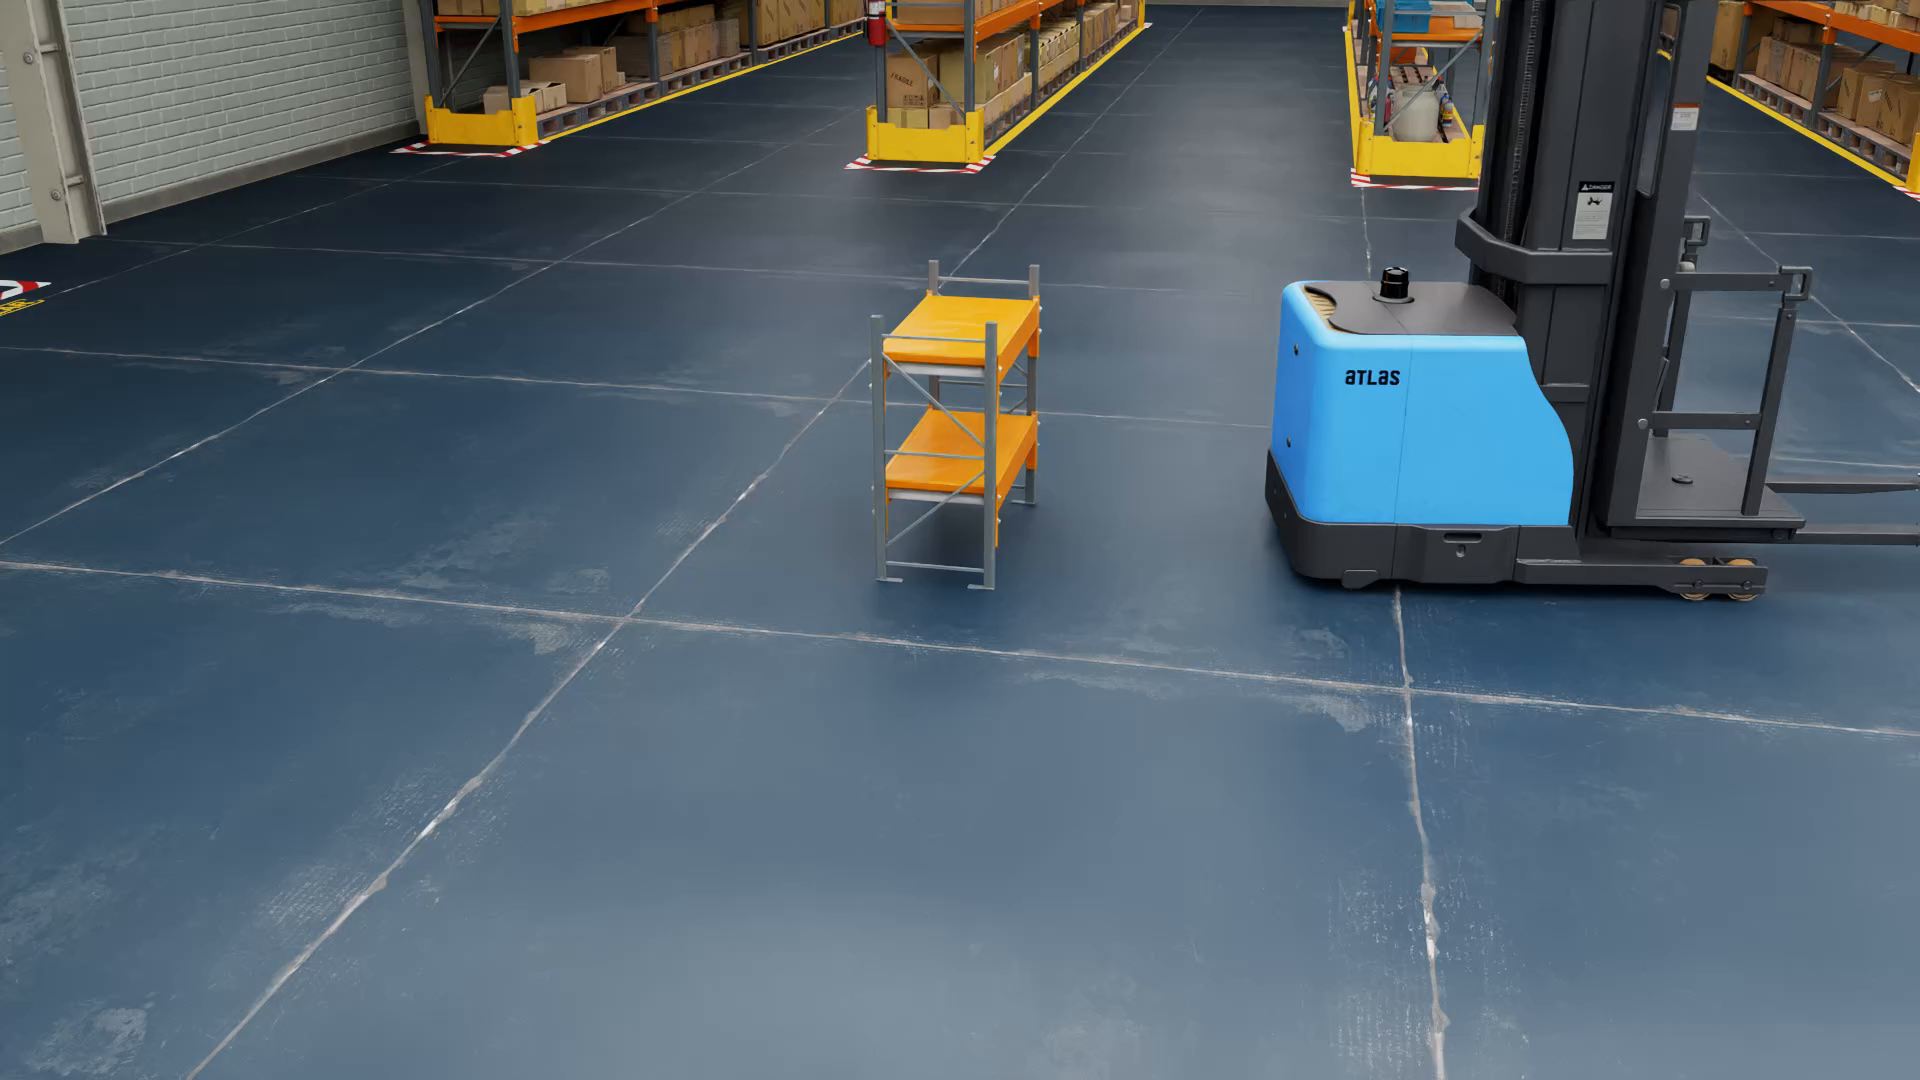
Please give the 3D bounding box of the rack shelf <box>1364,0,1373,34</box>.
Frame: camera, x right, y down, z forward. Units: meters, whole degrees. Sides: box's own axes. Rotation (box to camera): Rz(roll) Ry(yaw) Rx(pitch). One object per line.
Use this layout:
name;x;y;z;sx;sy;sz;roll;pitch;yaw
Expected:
rack shelf;5.721;-6.800;21.186;1.077;0.370;4.000;4;22;11

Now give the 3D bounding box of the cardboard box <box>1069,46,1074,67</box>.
cardboard box;1.311;-6.764;23.252;0.500;0.250;0.500;4;22;10

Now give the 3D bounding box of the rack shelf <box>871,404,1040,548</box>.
rack shelf;0.001;-0.297;7.241;0.538;0.278;1.000;4;22;11

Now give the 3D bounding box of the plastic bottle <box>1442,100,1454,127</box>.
plastic bottle;5.172;-4.517;17.618;0.097;0.271;0.097;0;22;0

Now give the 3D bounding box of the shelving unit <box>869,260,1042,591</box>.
shelving unit;0.001;-0.524;7.150;0.538;1.125;1.048;4;22;11

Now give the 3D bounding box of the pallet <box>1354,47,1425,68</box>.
pallet;6.500;-7.308;25.217;1.003;0.211;1.213;4;22;11

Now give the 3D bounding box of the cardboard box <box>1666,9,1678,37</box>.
cardboard box;12.191;-8.724;27.283;0.875;0.875;0.875;4;22;11

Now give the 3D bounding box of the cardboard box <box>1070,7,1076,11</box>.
cardboard box;1.553;-8.215;26.494;0.500;0.500;0.500;5;22;12

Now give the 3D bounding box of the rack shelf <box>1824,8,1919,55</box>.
rack shelf;9.754;-4.960;16.616;1.077;0.370;4.000;4;22;11

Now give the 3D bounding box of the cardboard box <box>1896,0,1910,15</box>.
cardboard box;9.614;-5.317;16.008;0.875;0.500;0.500;4;22;11

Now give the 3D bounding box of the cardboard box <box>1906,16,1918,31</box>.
cardboard box;9.441;-5.024;16.149;0.380;0.149;0.250;4;22;11

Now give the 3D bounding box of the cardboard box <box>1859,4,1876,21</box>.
cardboard box;9.603;-5.488;17.302;0.380;0.149;0.250;4;22;11

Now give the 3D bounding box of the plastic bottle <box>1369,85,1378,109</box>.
plastic bottle;4.579;-4.822;18.268;0.144;0.351;0.185;5;23;13

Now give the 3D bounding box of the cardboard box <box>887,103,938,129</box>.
cardboard box;-0.531;-4.457;17.522;0.500;0.250;0.500;4;22;11

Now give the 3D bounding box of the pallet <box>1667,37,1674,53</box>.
pallet;12.026;-7.929;26.759;1.003;0.211;1.213;4;22;11

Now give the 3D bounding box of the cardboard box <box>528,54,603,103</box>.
cardboard box;-4.657;-5.459;19.649;0.700;0.500;0.500;3;22;8

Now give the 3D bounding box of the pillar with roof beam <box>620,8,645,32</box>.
pillar with roof beam;-0.467;-10.666;21.791;9.100;9.000;0.400;4;22;11

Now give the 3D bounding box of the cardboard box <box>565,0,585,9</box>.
cardboard box;-4.590;-6.166;18.822;0.500;0.250;0.500;4;22;10

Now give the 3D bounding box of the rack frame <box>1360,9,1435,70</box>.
rack frame;6.129;-7.865;22.868;1.000;3.000;0.127;4;22;11

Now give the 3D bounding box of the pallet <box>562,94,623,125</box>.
pallet;-4.735;-5.168;19.904;1.003;0.211;1.213;4;22;11

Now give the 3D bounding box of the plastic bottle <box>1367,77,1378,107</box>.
plastic bottle;4.742;-5.114;18.994;0.144;0.351;0.185;5;22;12

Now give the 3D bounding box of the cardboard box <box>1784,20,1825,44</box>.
cardboard box;10.772;-6.438;21.078;0.500;0.250;0.500;7;23;17

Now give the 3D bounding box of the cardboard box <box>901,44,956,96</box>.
cardboard box;-0.344;-5.171;18.294;0.500;0.500;0.500;4;22;11

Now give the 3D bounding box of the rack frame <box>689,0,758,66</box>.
rack frame;-3.569;-8.621;24.743;1.000;3.000;0.127;4;22;11

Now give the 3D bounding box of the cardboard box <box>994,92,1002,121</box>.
cardboard box;0.177;-4.783;18.333;0.500;0.250;0.500;4;22;11

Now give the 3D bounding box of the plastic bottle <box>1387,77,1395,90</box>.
plastic bottle;4.883;-5.103;18.967;0.144;0.351;0.185;4;22;11

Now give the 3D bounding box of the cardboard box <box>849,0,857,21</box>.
cardboard box;-2.287;-9.755;30.345;0.700;0.500;0.500;5;22;12

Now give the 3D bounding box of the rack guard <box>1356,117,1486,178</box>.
rack guard;4.466;-3.811;16.148;1.175;0.500;0.348;4;22;11

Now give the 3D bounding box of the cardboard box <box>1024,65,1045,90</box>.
cardboard box;0.790;-5.829;20.931;0.500;0.250;0.500;4;22;10

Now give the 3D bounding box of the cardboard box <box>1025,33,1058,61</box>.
cardboard box;1.005;-6.465;21.759;0.500;0.311;0.500;4;22;9

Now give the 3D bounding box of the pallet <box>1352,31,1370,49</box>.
pallet;7.058;-8.307;27.696;1.003;0.211;1.213;4;22;11

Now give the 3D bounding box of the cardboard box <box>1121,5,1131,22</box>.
cardboard box;2.820;-9.536;30.108;0.500;0.250;0.500;4;22;11

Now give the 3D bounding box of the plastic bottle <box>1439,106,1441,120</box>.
plastic bottle;5.282;-4.683;18.123;0.097;0.201;0.097;0;22;0

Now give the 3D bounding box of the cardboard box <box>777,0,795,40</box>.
cardboard box;-3.106;-8.397;26.504;0.750;0.750;0.750;4;22;11

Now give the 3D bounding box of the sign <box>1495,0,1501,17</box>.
sign;5.035;-5.024;15.444;0.100;0.325;0.005;4;22;11

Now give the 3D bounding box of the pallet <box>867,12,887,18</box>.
pallet;-2.023;-9.954;31.788;1.003;0.211;1.213;4;22;11

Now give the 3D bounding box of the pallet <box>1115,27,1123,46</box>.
pallet;2.238;-8.665;28.586;1.003;0.211;1.213;4;22;11

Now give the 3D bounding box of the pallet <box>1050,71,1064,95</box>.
pallet;0.824;-6.208;22.485;1.003;0.211;1.213;4;22;11

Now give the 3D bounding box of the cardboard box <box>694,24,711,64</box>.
cardboard box;-3.958;-7.034;23.562;0.700;0.500;0.500;4;22;11

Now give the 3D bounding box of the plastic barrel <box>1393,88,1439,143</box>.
plastic barrel;4.556;-4.227;16.602;0.421;0.512;0.421;0;22;0

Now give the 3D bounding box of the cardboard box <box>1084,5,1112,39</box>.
cardboard box;2.168;-8.369;26.876;0.500;0.500;0.500;5;22;11

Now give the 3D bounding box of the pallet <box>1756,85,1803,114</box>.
pallet;10.566;-5.464;20.638;1.003;0.211;1.213;4;22;11

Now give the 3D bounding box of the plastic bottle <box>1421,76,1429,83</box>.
plastic bottle;5.323;-5.131;19.036;0.144;0.351;0.185;4;22;11

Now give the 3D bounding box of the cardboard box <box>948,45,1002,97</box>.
cardboard box;0.165;-5.132;18.195;0.500;0.500;0.500;4;22;11

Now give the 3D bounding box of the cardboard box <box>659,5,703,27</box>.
cardboard box;-3.943;-7.354;23.350;0.500;0.250;0.500;4;22;11

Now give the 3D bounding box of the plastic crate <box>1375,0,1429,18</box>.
plastic crate;4.444;-5.314;16.731;0.499;0.251;0.408;4;22;11

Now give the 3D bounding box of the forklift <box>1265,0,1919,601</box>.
forklift;2.903;-1.315;6.695;3.031;2.935;1.130;1;22;2

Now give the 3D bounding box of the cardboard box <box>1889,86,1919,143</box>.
cardboard box;9.724;-4.273;16.733;0.500;0.500;0.500;7;23;16

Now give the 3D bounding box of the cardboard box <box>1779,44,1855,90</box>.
cardboard box;10.651;-5.874;20.681;0.700;0.500;0.500;6;23;15

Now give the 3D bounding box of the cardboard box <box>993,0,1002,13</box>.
cardboard box;0.069;-6.101;18.353;0.700;0.500;0.500;5;23;13

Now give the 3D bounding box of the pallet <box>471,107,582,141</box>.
pallet;-4.986;-4.724;18.800;1.003;0.211;1.213;4;22;11

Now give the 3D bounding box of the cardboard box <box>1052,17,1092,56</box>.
cardboard box;1.654;-7.434;24.553;0.500;0.500;0.500;5;23;13
